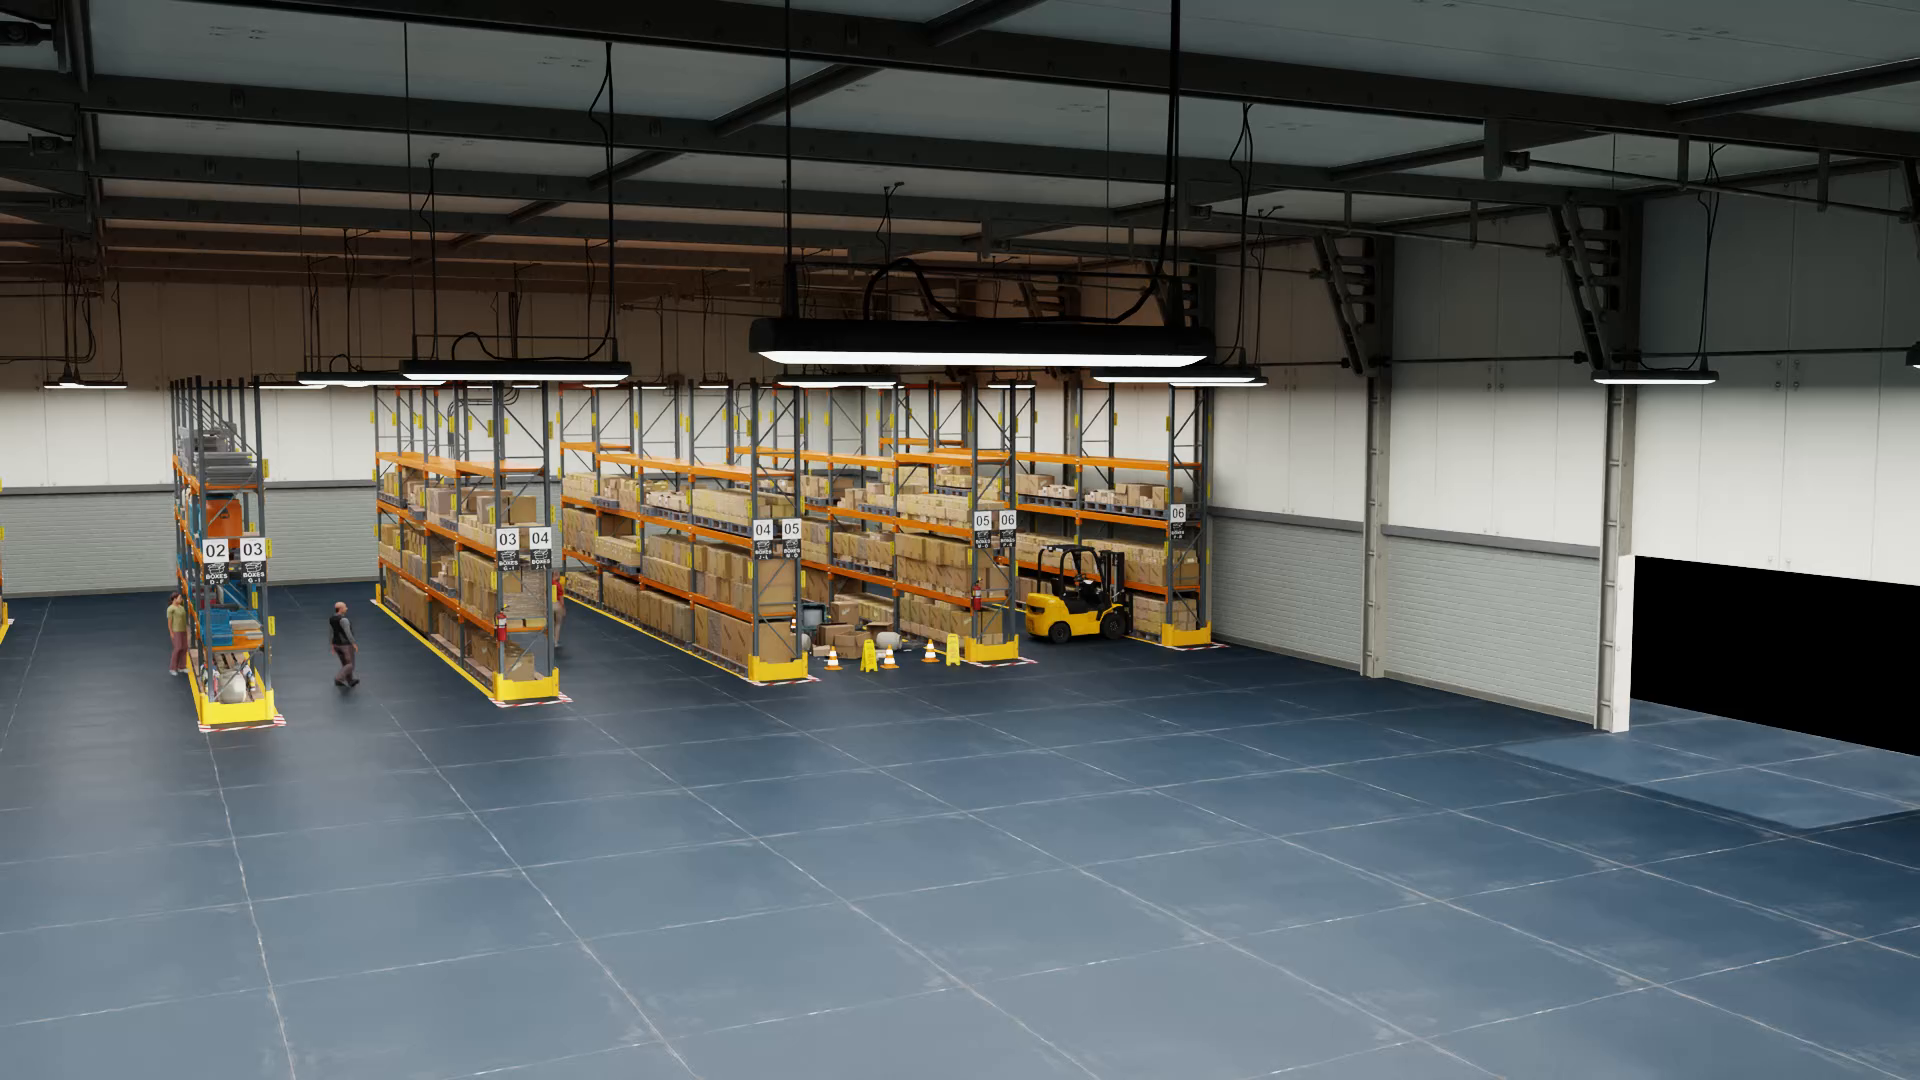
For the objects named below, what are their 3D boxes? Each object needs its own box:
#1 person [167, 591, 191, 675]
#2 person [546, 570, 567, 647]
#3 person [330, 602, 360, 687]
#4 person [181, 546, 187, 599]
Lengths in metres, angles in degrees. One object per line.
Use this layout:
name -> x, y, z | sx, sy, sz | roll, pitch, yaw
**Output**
person -> -15.936, 1.910, 33.909 | 0.397, 1.730, 0.497 | 1, 5, 15
person -> -9.077, 1.550, 37.277 | 0.558, 1.761, 0.448 | 1, 5, 11
person -> -11.866, 2.035, 32.123 | 0.567, 1.702, 0.857 | 3, 6, 28
person -> -20.788, 0.940, 44.664 | 0.419, 1.594, 0.454 | 1, 5, 8
